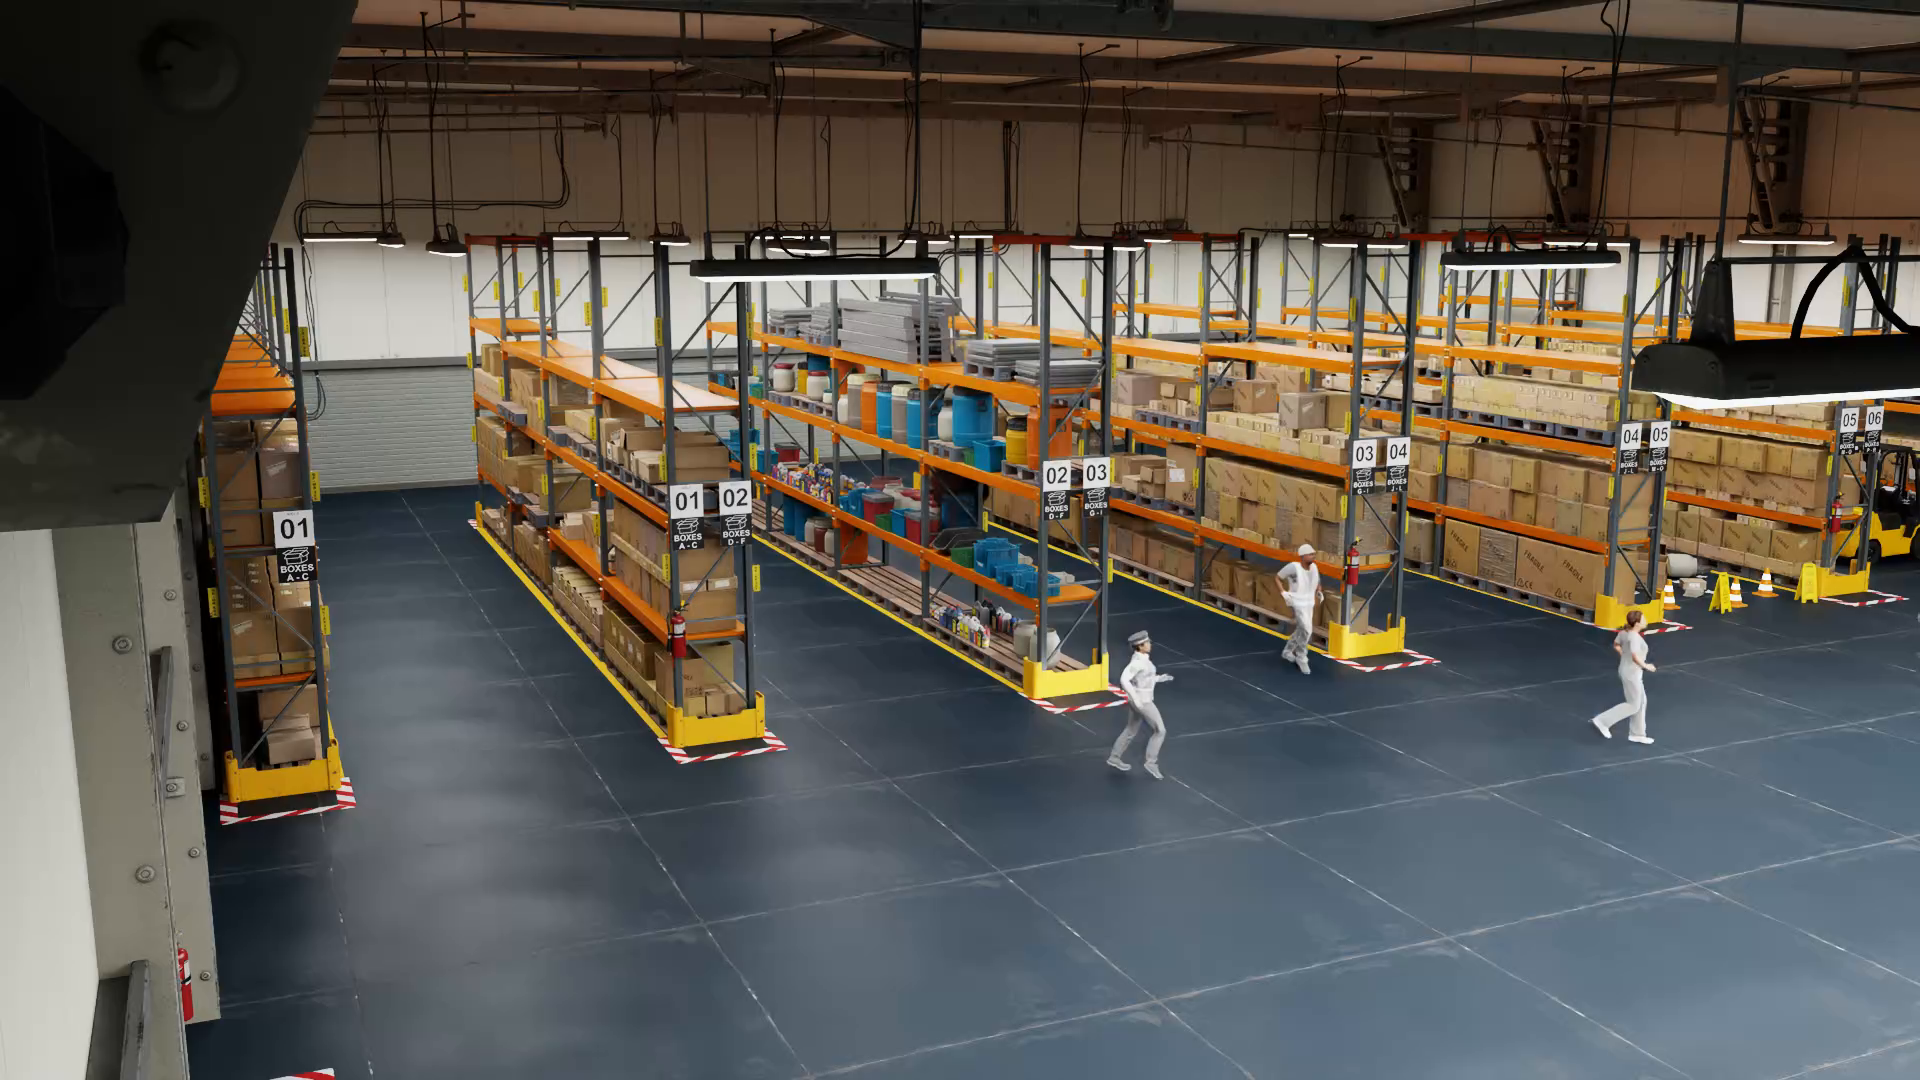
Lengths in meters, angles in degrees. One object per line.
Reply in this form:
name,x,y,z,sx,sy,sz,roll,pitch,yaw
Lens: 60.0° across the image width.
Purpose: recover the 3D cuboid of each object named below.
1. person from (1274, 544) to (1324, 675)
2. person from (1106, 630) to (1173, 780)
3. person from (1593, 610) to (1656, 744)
person,4.853,0.953,23.605,0.691,1.816,0.725,-8,13,-34
person,2.062,1.881,19.003,0.740,1.749,0.578,0,11,-1
person,8.115,1.662,20.246,0.771,1.668,0.590,1,11,5
